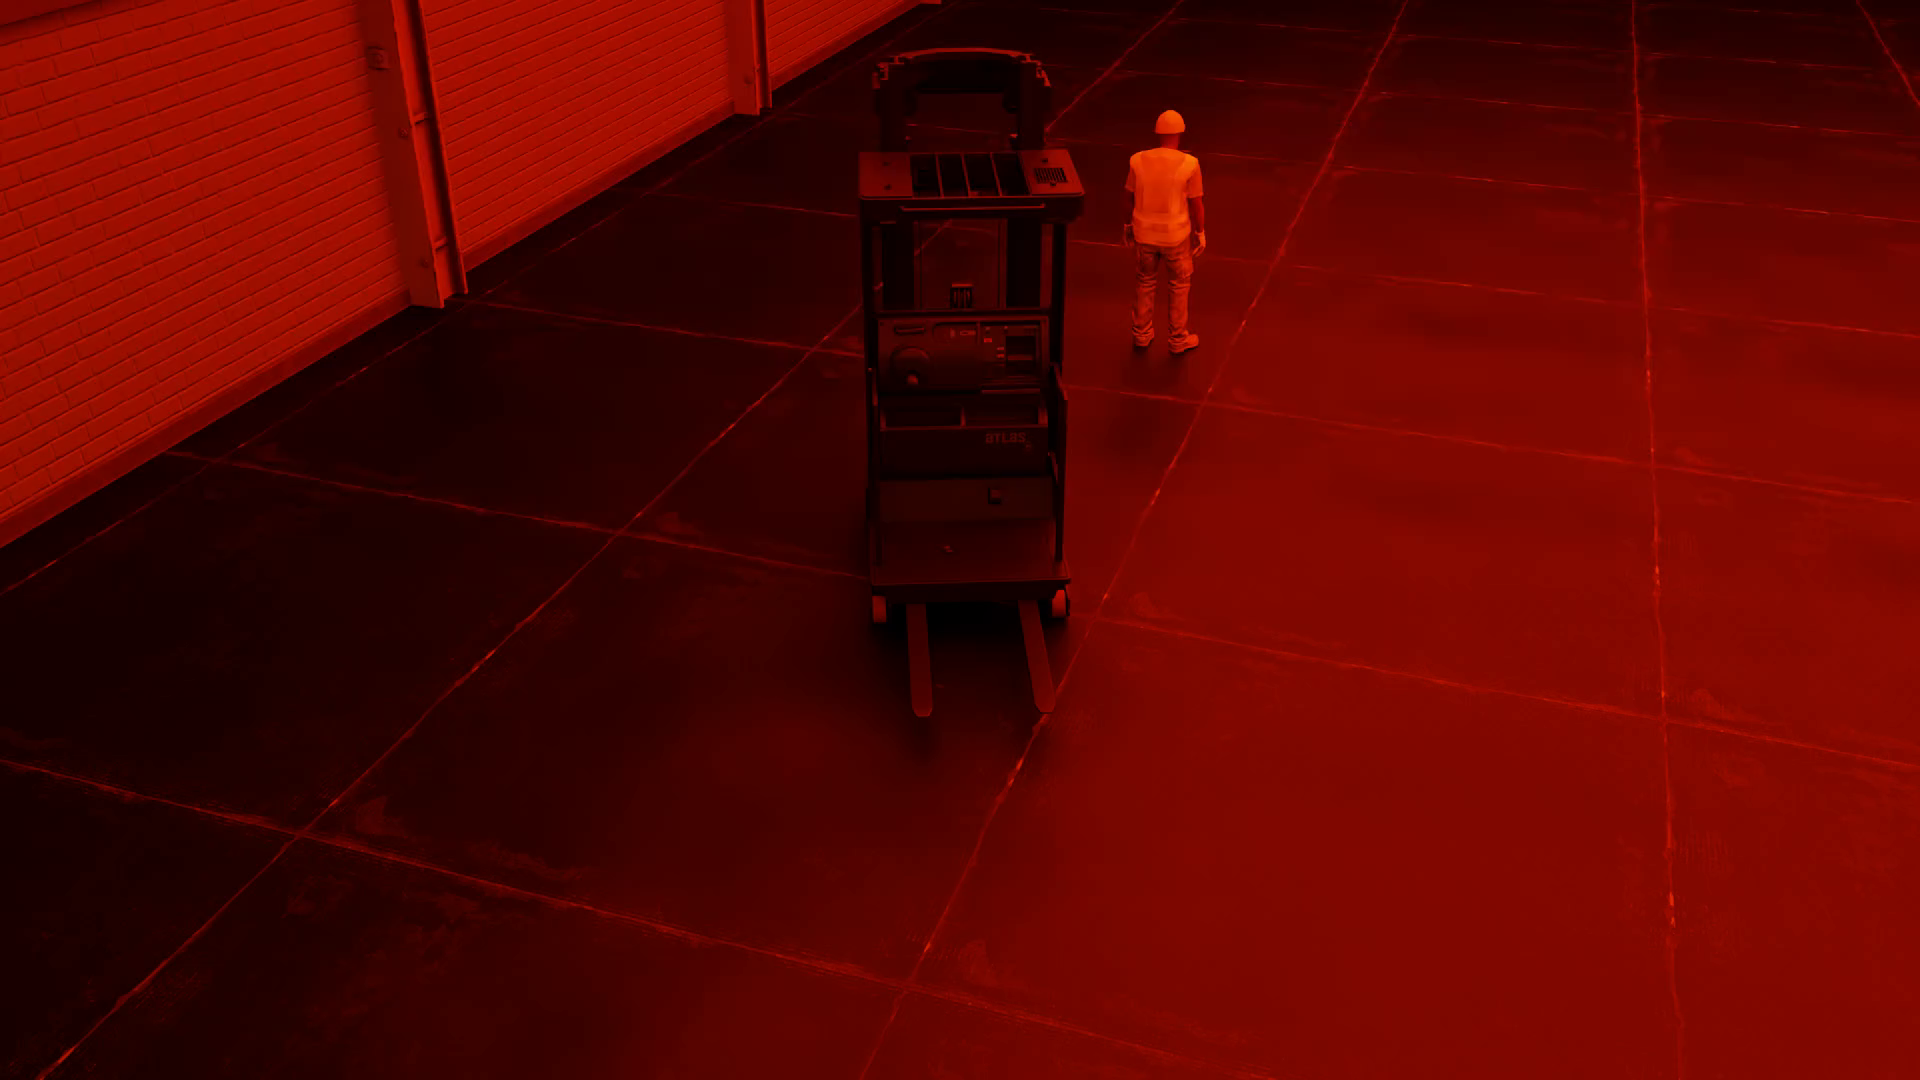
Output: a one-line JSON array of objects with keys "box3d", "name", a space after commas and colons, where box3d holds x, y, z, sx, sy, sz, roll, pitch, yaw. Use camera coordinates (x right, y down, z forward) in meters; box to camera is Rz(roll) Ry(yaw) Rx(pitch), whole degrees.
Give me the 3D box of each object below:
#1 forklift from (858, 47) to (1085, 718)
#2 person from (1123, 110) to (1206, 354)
[{"box3d": [0.035, -0.972, 8.842, 1.130, 2.935, 3.031, -2, 30, -3], "name": "forklift"}, {"box3d": [1.505, -2.270, 12.289, 0.628, 1.774, 0.448, 13, 32, 22], "name": "person"}]
